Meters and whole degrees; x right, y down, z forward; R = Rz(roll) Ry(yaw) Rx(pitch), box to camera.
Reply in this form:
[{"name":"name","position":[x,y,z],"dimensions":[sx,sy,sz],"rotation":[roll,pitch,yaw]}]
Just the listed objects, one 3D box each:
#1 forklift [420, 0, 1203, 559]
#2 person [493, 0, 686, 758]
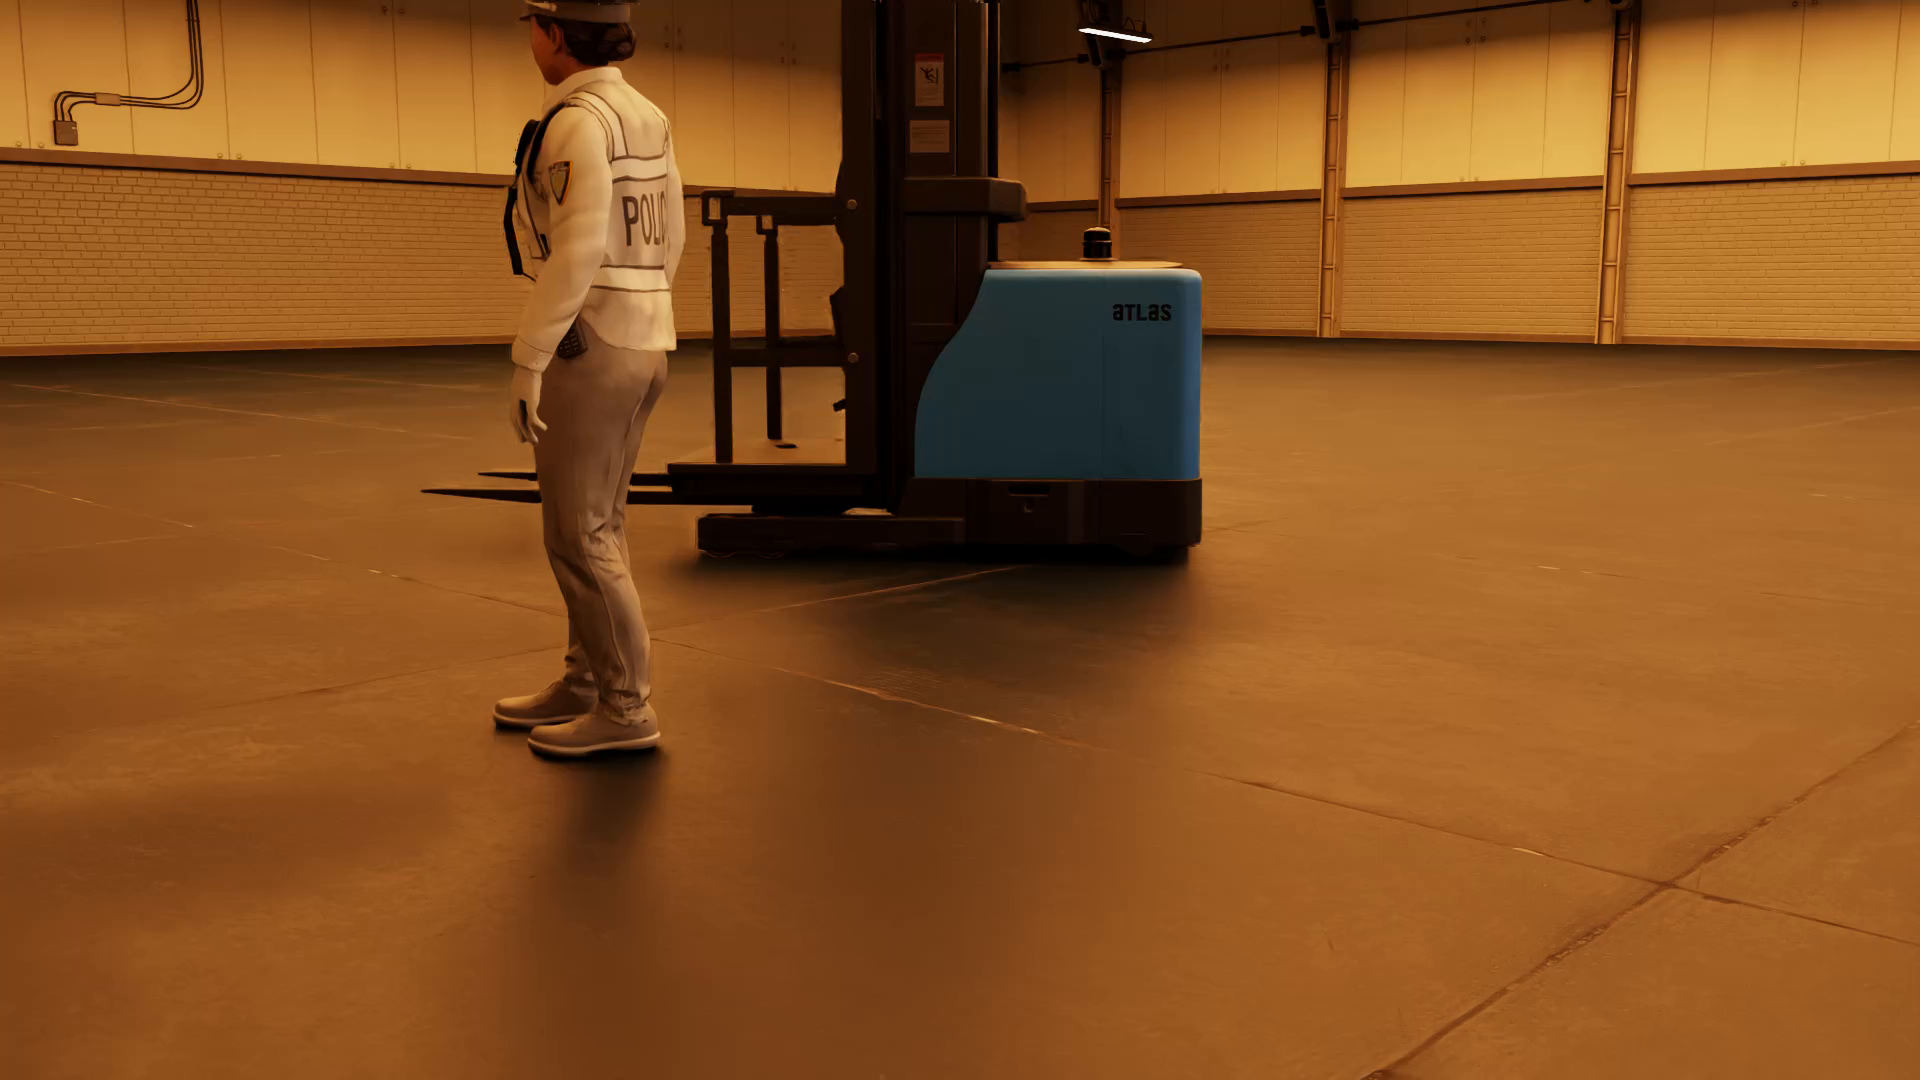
[{"name":"forklift","position":[-0.579,-1.454,6.530],"dimensions":[3.031,2.935,1.130],"rotation":[1,9,5]},{"name":"person","position":[-0.859,-0.379,3.585],"dimensions":[0.482,1.685,0.616],"rotation":[1,9,5]}]
